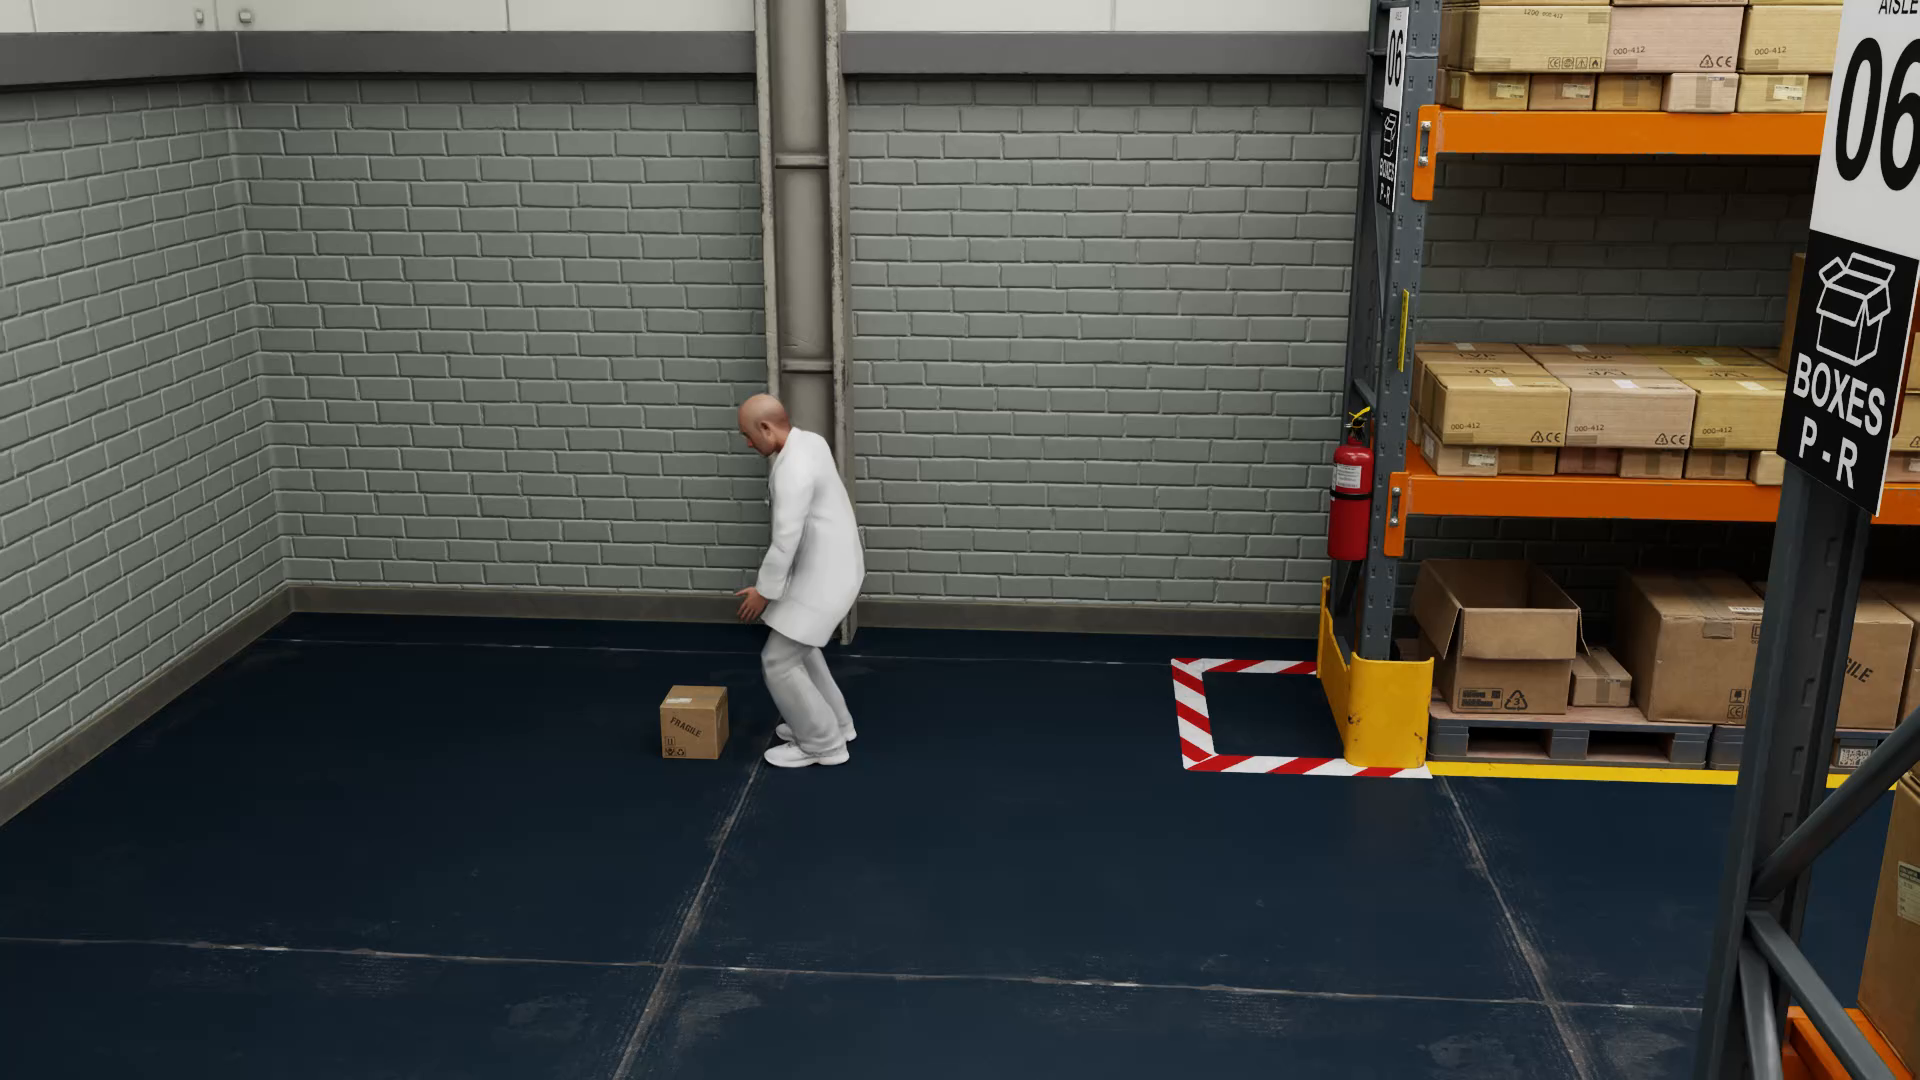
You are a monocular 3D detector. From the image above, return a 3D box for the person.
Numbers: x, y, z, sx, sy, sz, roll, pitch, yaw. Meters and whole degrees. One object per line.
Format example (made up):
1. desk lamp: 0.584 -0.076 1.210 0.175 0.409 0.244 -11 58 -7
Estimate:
1. person: -0.837 0.584 7.407 0.918 0.884 0.587 1 17 4
